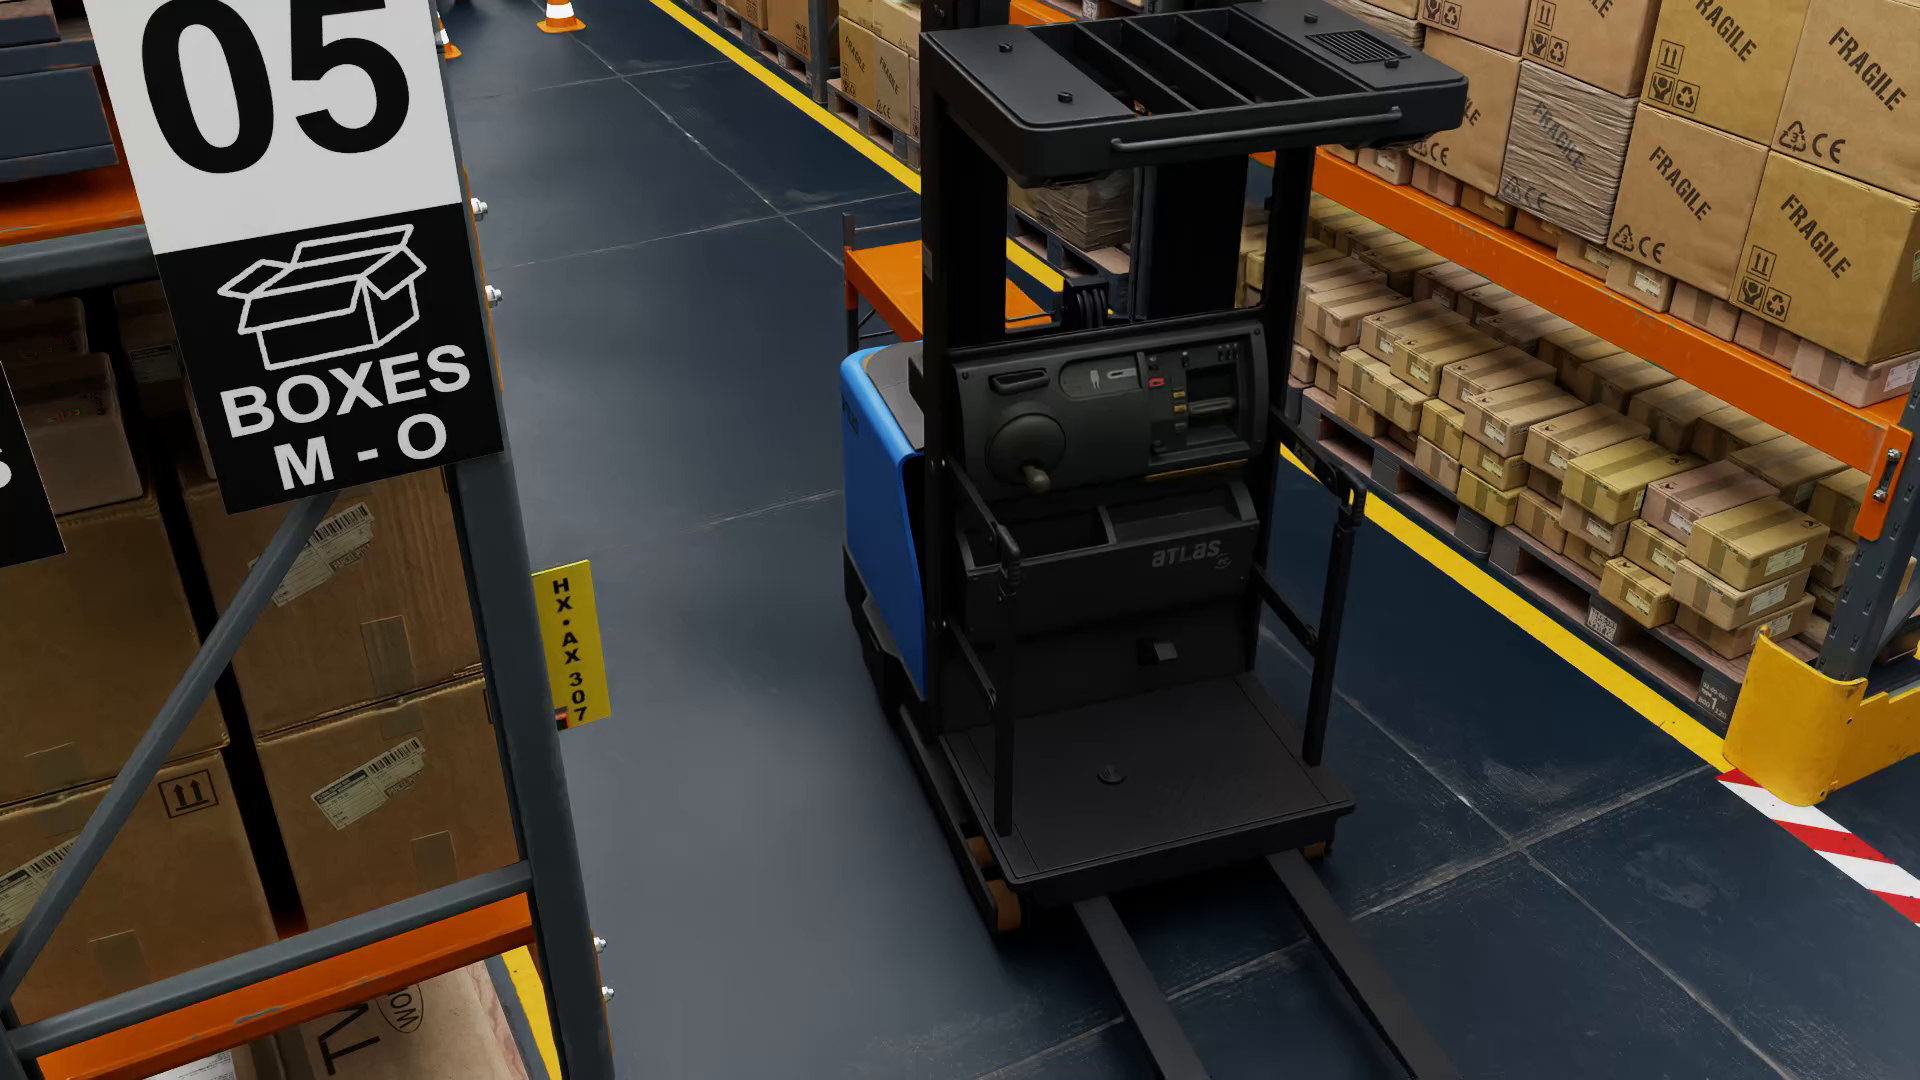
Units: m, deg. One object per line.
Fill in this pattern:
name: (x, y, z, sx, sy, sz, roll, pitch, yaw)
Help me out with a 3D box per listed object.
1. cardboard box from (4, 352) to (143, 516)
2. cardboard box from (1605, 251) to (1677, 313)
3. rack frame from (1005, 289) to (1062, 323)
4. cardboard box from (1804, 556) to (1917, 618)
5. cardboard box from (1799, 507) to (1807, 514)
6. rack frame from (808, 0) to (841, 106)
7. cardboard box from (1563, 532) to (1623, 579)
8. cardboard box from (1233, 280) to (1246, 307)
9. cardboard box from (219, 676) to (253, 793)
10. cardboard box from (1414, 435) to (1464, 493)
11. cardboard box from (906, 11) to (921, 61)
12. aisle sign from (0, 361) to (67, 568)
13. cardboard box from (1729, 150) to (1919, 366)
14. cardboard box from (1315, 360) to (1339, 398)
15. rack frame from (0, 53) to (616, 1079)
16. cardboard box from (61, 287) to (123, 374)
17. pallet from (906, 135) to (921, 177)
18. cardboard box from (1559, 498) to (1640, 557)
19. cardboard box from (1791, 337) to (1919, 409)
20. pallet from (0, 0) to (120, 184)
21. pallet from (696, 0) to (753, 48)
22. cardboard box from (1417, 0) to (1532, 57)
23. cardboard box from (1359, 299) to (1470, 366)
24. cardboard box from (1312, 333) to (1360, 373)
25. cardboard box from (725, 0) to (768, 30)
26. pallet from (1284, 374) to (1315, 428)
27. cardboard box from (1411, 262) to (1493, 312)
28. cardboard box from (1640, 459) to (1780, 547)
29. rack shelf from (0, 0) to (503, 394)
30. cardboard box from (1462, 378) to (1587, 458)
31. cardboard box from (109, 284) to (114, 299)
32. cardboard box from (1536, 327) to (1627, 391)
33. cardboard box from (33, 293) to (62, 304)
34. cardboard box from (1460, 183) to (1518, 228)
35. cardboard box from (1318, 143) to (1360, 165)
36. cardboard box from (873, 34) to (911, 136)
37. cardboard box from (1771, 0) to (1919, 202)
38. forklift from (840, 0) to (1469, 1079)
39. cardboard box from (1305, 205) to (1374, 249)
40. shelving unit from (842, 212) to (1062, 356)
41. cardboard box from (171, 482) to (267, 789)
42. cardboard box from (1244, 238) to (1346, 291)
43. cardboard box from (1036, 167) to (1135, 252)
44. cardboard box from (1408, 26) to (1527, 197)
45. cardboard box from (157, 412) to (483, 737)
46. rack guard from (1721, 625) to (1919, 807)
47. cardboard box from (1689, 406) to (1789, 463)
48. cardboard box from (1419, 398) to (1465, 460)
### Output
cardboard box: (-1.494, -0.140, 2.567, 0.380, 0.149, 0.250, -15, 36, -22)
cardboard box: (2.428, -0.915, 5.630, 0.380, 0.149, 0.250, -15, 36, -22)
rack frame: (0.150, -0.387, 6.312, 0.500, 1.125, 0.032, -13, 35, -19)
cardboard box: (3.221, 0.117, 6.041, 0.380, 0.149, 0.250, -15, 36, -22)
cardboard box: (3.087, -0.137, 6.162, 0.380, 0.149, 0.250, -16, 36, -23)
rack frame: (-0.548, -4.394, 10.828, 1.000, 3.000, 0.127, -16, 36, -23)
cardboard box: (2.496, 0.004, 6.217, 0.380, 0.149, 0.250, -16, 36, -23)
cardboard box: (1.401, -1.235, 7.875, 0.380, 0.149, 0.250, -16, 36, -23)
cardboard box: (-1.829, 0.268, 3.458, 0.500, 0.500, 0.500, -17, 36, -24)
cardboard box: (2.085, -0.352, 6.773, 0.380, 0.149, 0.250, -15, 36, -22)
cardboard box: (0.016, -2.963, 9.827, 0.500, 0.250, 0.500, -16, 36, -23)
aisle sign: (-1.390, -0.265, 1.974, 0.394, 0.787, 0.004, -16, 36, -23)
cardboard box: (2.745, -0.893, 4.995, 0.500, 0.500, 0.500, -15, 36, -22)
cardboard box: (1.808, -0.746, 7.388, 0.380, 0.149, 0.250, -17, 37, -25)
rack frame: (-1.150, 0.717, 2.850, 1.000, 3.000, 0.127, -16, 36, -23)
cardboard box: (-1.855, -0.158, 3.197, 0.500, 0.500, 0.500, -16, 36, -23)
pallet: (0.380, -2.265, 10.090, 1.003, 0.211, 1.213, -16, 36, -23)
cardboard box: (2.440, -0.106, 6.112, 0.380, 0.149, 0.250, -17, 37, -25)
cardboard box: (2.780, -0.555, 5.068, 0.380, 0.149, 0.250, -16, 36, -23)
pallet: (-1.505, -0.860, 2.613, 1.003, 0.211, 1.213, -16, 36, -23)
pallet: (-1.413, -4.197, 13.105, 1.003, 0.211, 1.213, -16, 36, -23)
cardboard box: (2.013, -2.060, 5.889, 0.500, 0.500, 0.500, -17, 36, -25)
cardboard box: (1.920, -0.871, 7.031, 0.380, 0.149, 0.250, -17, 37, -25)
cardboard box: (1.777, -0.861, 7.291, 0.380, 0.149, 0.250, -14, 35, -21)
cardboard box: (-1.163, -4.353, 12.460, 1.050, 0.750, 0.750, -15, 36, -22)
pallet: (1.662, -0.999, 8.114, 1.003, 0.211, 1.213, -16, 36, -23)
cardboard box: (2.250, -1.129, 7.434, 0.380, 0.149, 0.250, -18, 37, -25)
cardboard box: (2.645, -0.126, 5.869, 0.380, 0.149, 0.250, -15, 36, -22)
rack shelf: (-2.082, -1.198, 3.725, 1.077, 0.370, 4.000, -16, 36, -23)
cardboard box: (2.173, -0.472, 6.408, 0.380, 0.149, 0.250, -15, 35, -21)
cardboard box: (-2.548, -0.877, 4.318, 0.500, 0.500, 0.500, -15, 36, -22)
cardboard box: (2.608, -0.762, 6.860, 0.380, 0.149, 0.250, -15, 36, -22)
cardboard box: (-1.910, -0.488, 3.110, 0.380, 0.149, 0.250, -15, 36, -22)
cardboard box: (2.119, -1.314, 6.254, 0.380, 0.149, 0.250, -15, 36, -22)
cardboard box: (1.698, -1.675, 6.817, 0.380, 0.149, 0.250, -15, 36, -22)
cardboard box: (-0.206, -2.878, 10.389, 0.500, 0.500, 0.500, -15, 36, -23)
cardboard box: (2.749, -1.320, 4.735, 0.500, 0.500, 0.500, -17, 36, -24)
forklift: (0.509, -0.314, 4.523, 1.130, 2.935, 3.031, -10, 34, -15)
cardboard box: (1.868, -1.496, 8.006, 0.380, 0.149, 0.250, -15, 36, -23)
shelving unit: (-0.046, -0.640, 6.707, 0.538, 1.125, 1.048, -13, 35, -19)
cardboard box: (-1.380, 0.139, 3.659, 0.500, 0.500, 0.500, -16, 36, -24)
cardboard box: (1.532, -1.241, 7.608, 0.380, 0.149, 0.250, -16, 36, -24)
cardboard box: (0.749, -1.899, 8.862, 0.500, 0.500, 0.500, -17, 36, -24)
cardboard box: (2.041, -1.620, 6.130, 0.500, 0.500, 0.500, -14, 35, -21)
cardboard box: (-1.121, -0.047, 3.023, 0.500, 0.500, 0.500, -17, 36, -24)
rack guard: (3.147, 0.440, 5.600, 1.175, 0.500, 0.348, -16, 36, -23)
cardboard box: (3.000, -0.392, 6.284, 0.380, 0.149, 0.250, -16, 36, -23)
cardboard box: (2.084, -0.476, 6.691, 0.380, 0.149, 0.250, -14, 35, -21)
